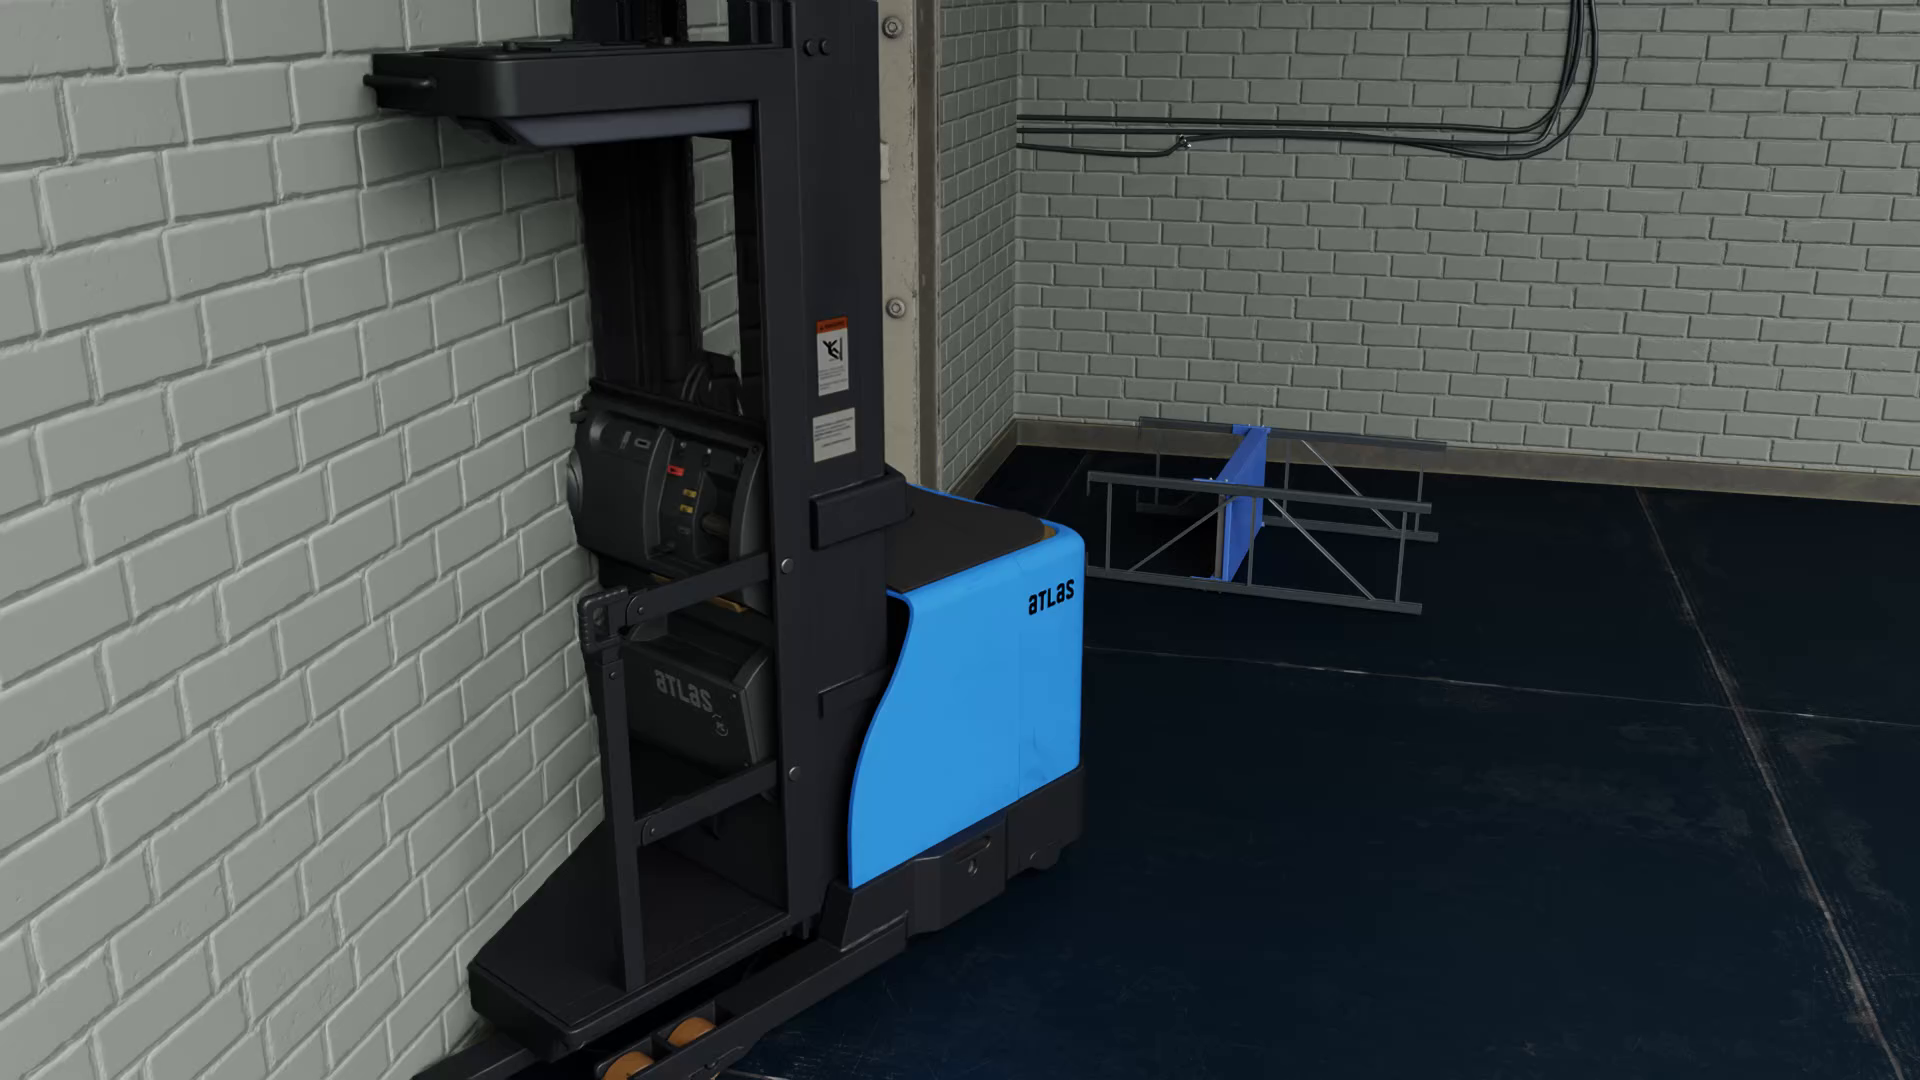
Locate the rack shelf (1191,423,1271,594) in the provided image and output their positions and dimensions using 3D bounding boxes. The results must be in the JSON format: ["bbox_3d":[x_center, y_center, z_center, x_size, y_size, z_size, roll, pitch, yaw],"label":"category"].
[{"bbox_3d":[1.281,-0.170,7.853,0.185,0.538,1.000,6,20,18],"label":"rack shelf"}]

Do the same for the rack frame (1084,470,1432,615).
[{"bbox_3d":[1.285,0.004,7.343,1.500,0.500,0.032,6,20,18],"label":"rack frame"}]

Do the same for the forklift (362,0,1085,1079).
[{"bbox_3d":[-0.972,-0.154,4.105,1.130,2.935,3.031,16,25,39],"label":"forklift"}]

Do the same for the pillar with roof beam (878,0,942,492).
[{"bbox_3d":[3.902,-3.541,4.632,9.100,9.000,0.400,5,19,13],"label":"pillar with roof beam"}]

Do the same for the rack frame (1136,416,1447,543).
[{"bbox_3d":[1.617,-0.307,8.252,1.500,0.500,0.032,6,20,18],"label":"rack frame"}]

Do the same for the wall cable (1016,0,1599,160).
[{"bbox_3d":[1.729,-3.230,8.527,3.097,2.526,0.112,5,19,13],"label":"wall cable"}]

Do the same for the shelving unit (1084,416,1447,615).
[{"bbox_3d":[1.451,-0.151,7.798,1.500,0.538,1.048,6,20,18],"label":"shelving unit"}]
